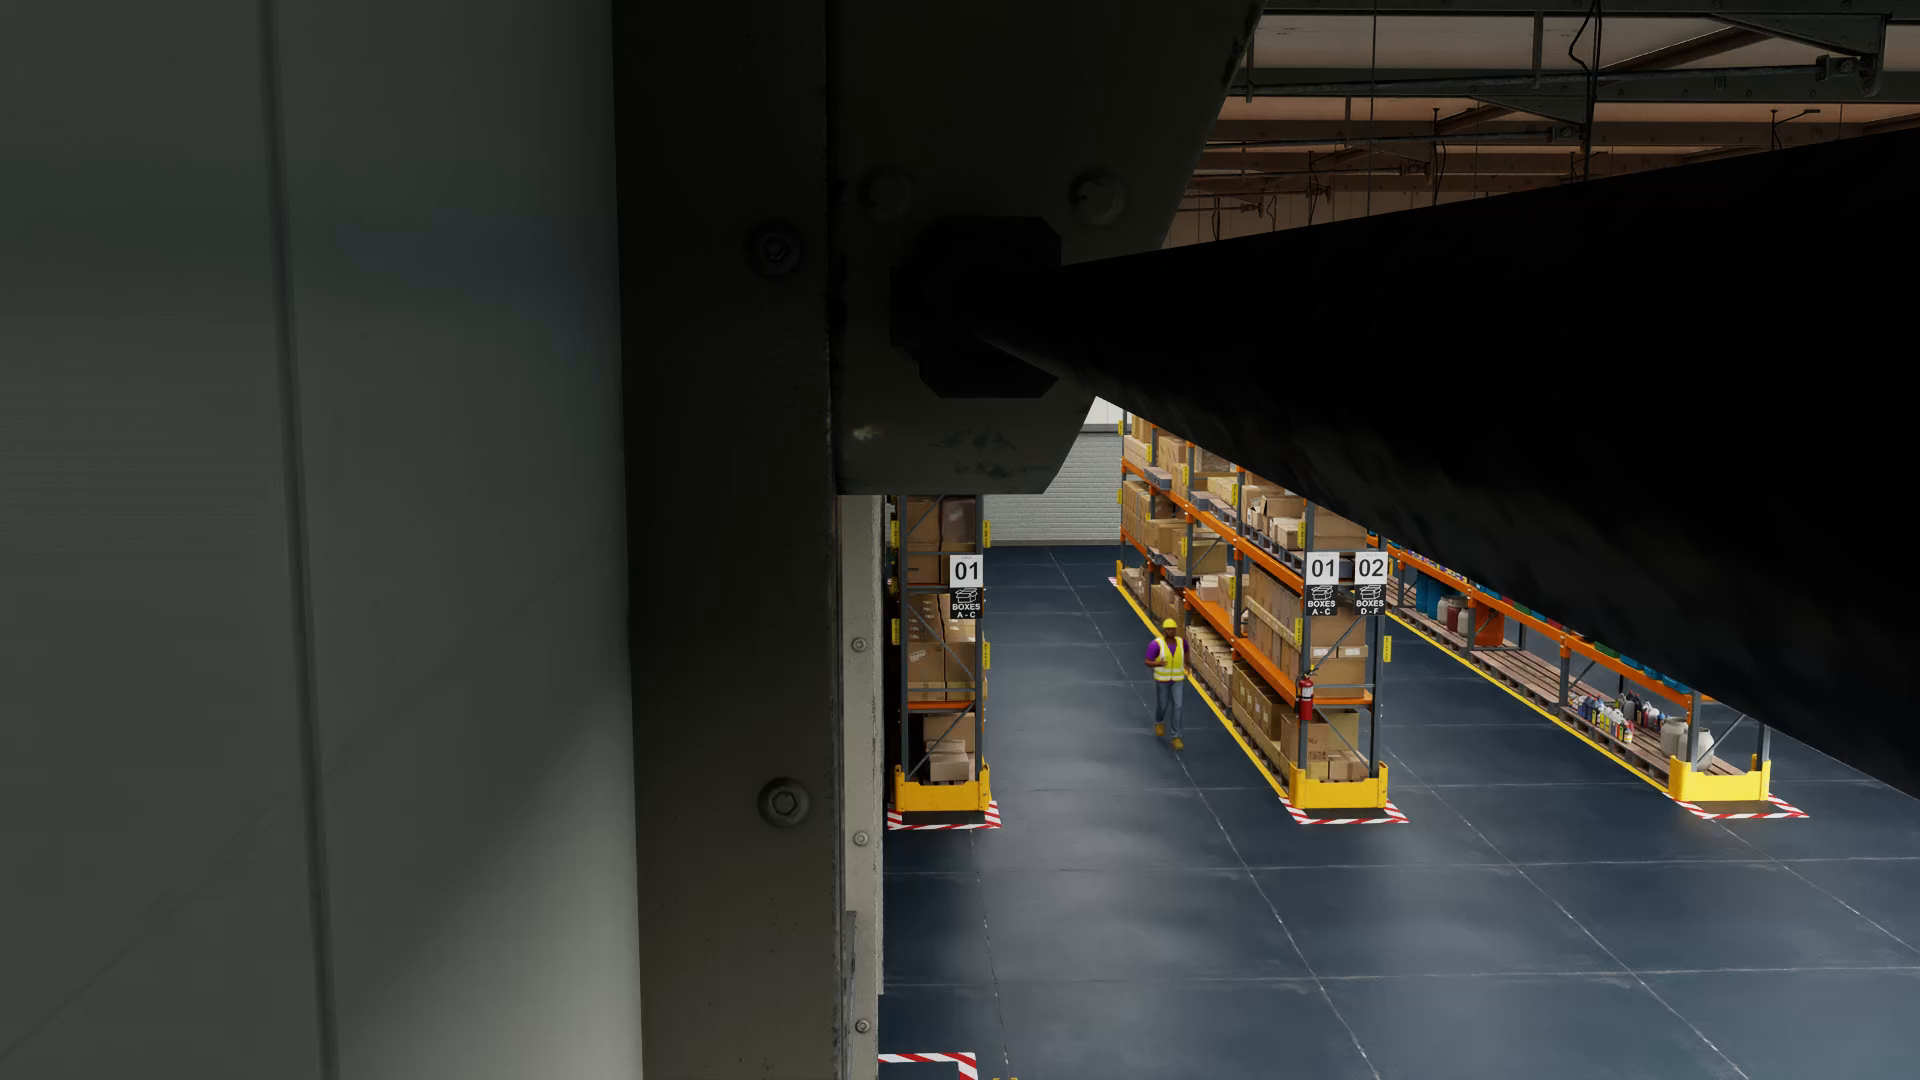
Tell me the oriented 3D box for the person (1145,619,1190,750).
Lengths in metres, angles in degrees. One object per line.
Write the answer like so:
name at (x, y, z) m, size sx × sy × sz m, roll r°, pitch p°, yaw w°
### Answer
person at (2.941, 1.979, 23.397) m, size 0.694 × 1.763 × 0.951 m, roll -1°, pitch 8°, yaw -5°
